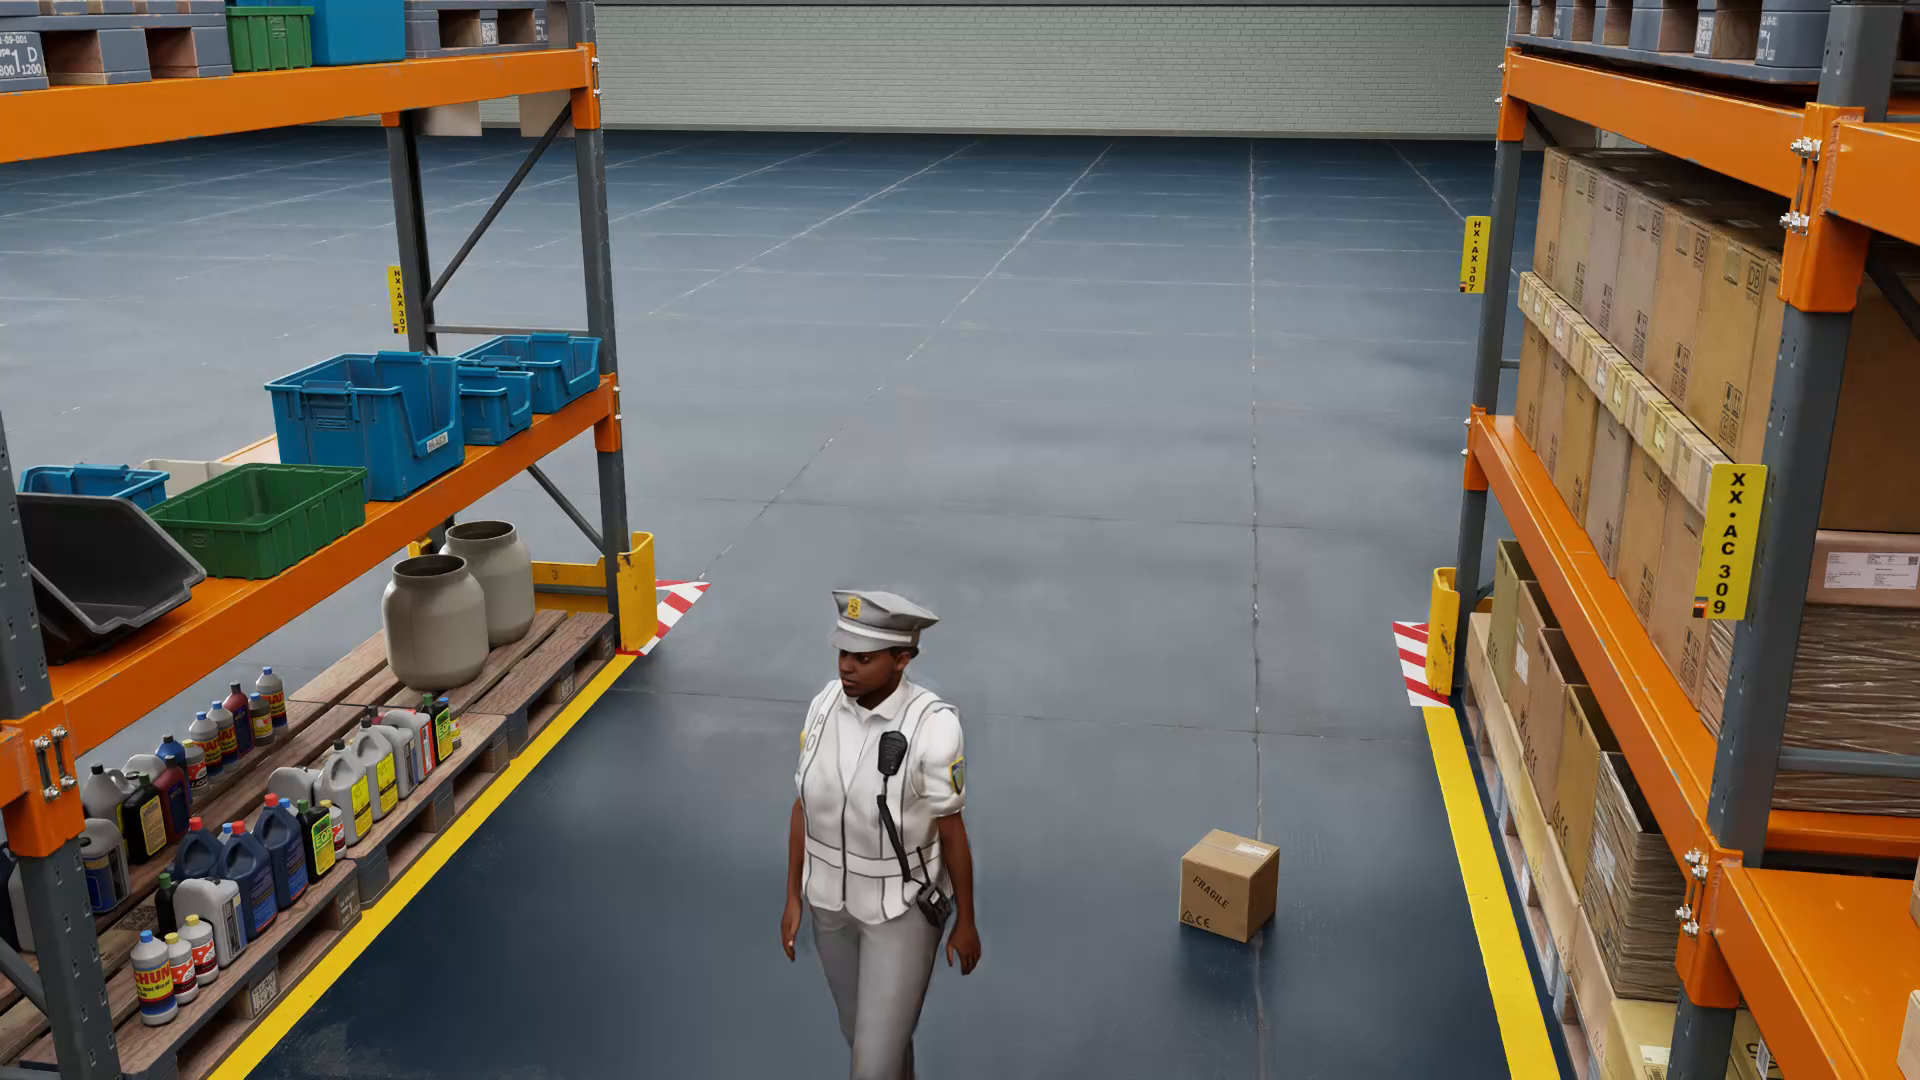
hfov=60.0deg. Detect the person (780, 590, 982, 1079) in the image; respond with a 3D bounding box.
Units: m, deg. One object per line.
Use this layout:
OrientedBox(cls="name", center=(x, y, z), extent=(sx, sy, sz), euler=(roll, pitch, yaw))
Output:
OrientedBox(cls="person", center=(-0.214, 0.945, 4.149), extent=(0.485, 1.755, 0.518), euler=(11, 21, 31))
